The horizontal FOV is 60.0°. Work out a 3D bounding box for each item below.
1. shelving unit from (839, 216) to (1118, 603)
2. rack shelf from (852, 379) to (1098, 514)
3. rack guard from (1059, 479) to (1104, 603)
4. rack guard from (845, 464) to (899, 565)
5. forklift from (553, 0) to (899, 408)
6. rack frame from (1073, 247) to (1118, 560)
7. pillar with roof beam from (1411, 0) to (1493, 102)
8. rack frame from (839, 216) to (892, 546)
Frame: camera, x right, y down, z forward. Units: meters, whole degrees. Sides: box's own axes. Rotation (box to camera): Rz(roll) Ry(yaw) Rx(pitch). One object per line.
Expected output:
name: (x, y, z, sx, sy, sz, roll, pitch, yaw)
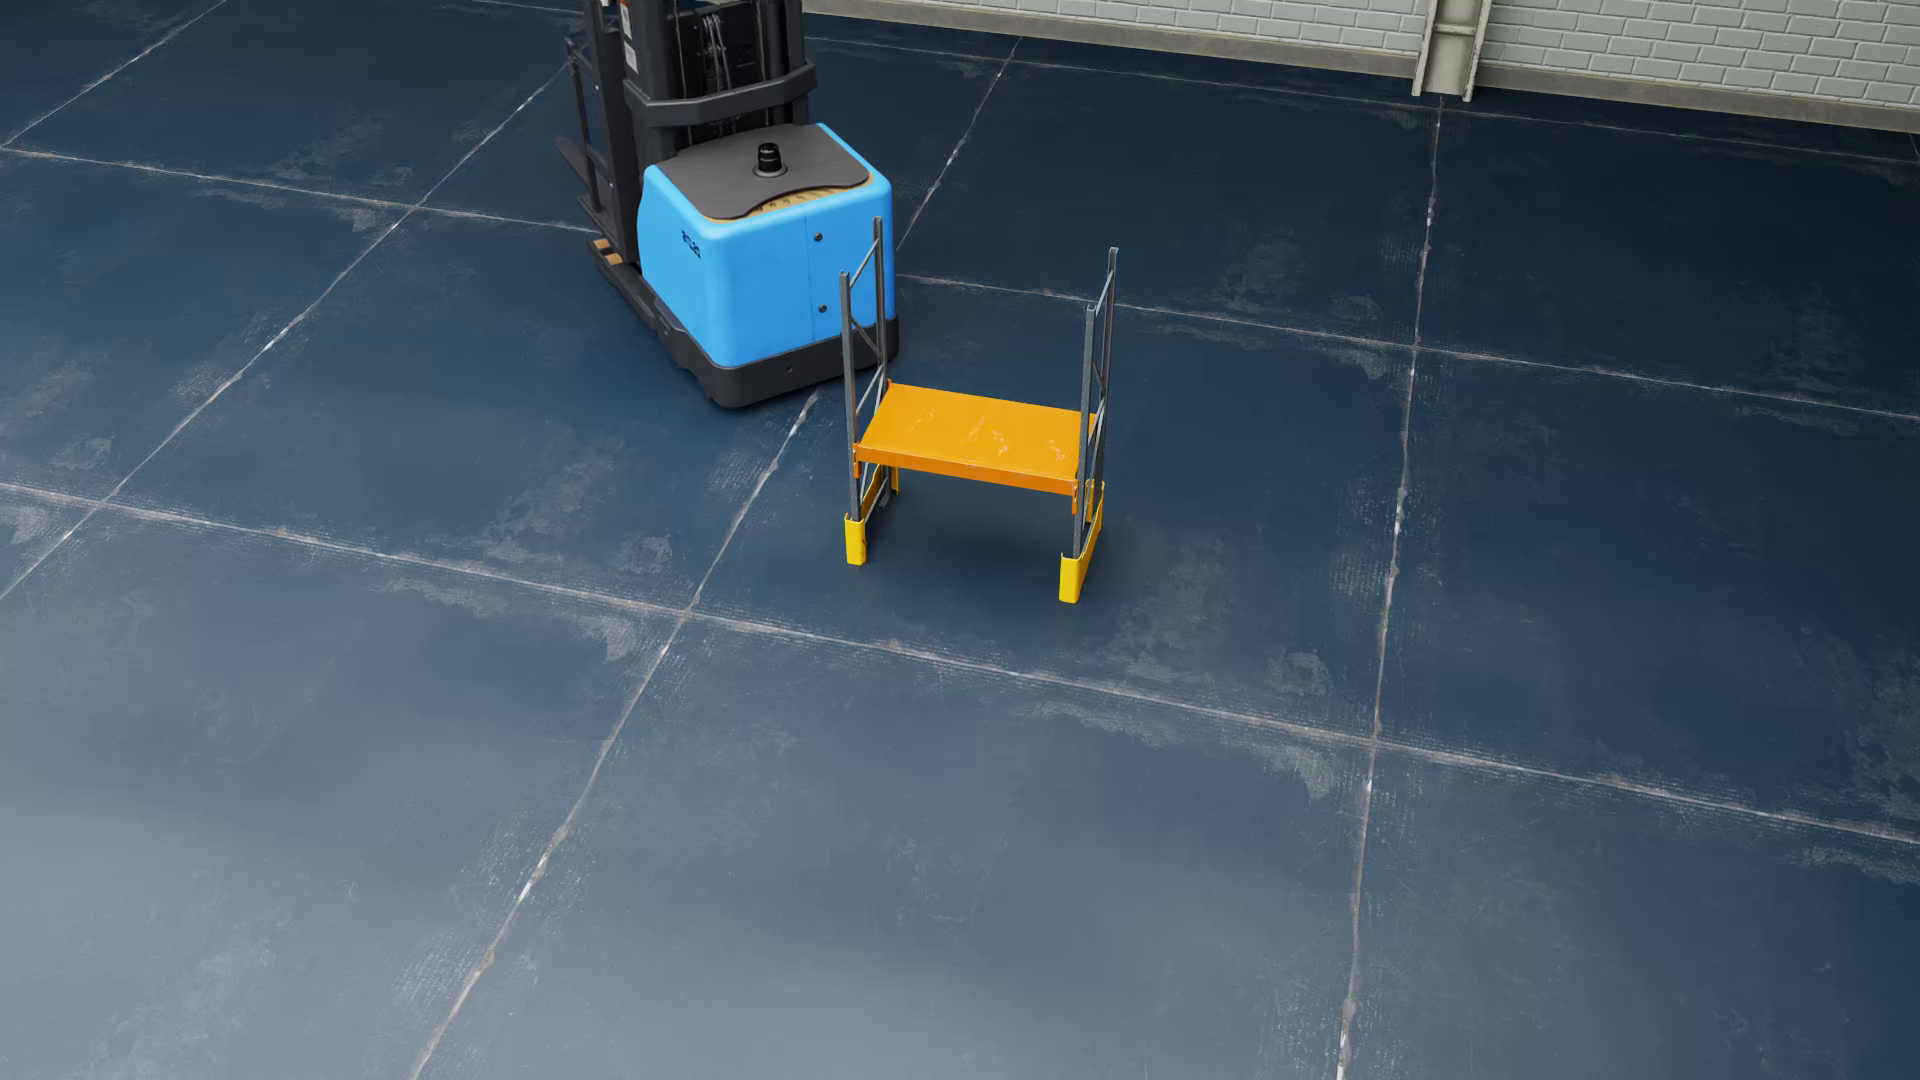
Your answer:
shelving unit: (0.074, -0.562, 7.253, 1.083, 1.500, 0.587, 10, 41, 11)
rack shelf: (0.082, -0.422, 7.366, 1.000, 0.185, 0.538, 10, 41, 11)
rack guard: (0.555, 0.000, 7.556, 0.087, 0.250, 0.587, 10, 41, 11)
rack guard: (-0.407, -0.166, 7.753, 0.087, 0.250, 0.587, 10, 41, 11)
forklift: (-1.495, -2.724, 8.715, 1.130, 2.935, 3.031, -20, 44, -23)
rack frame: (0.573, -0.476, 7.150, 0.032, 1.500, 0.500, 10, 41, 11)
pillar with roof beam: (2.207, -3.875, 5.367, 0.400, 9.000, 9.100, 10, 41, 11)
rack frame: (-0.409, -0.645, 7.351, 0.032, 1.500, 0.500, 10, 41, 11)
